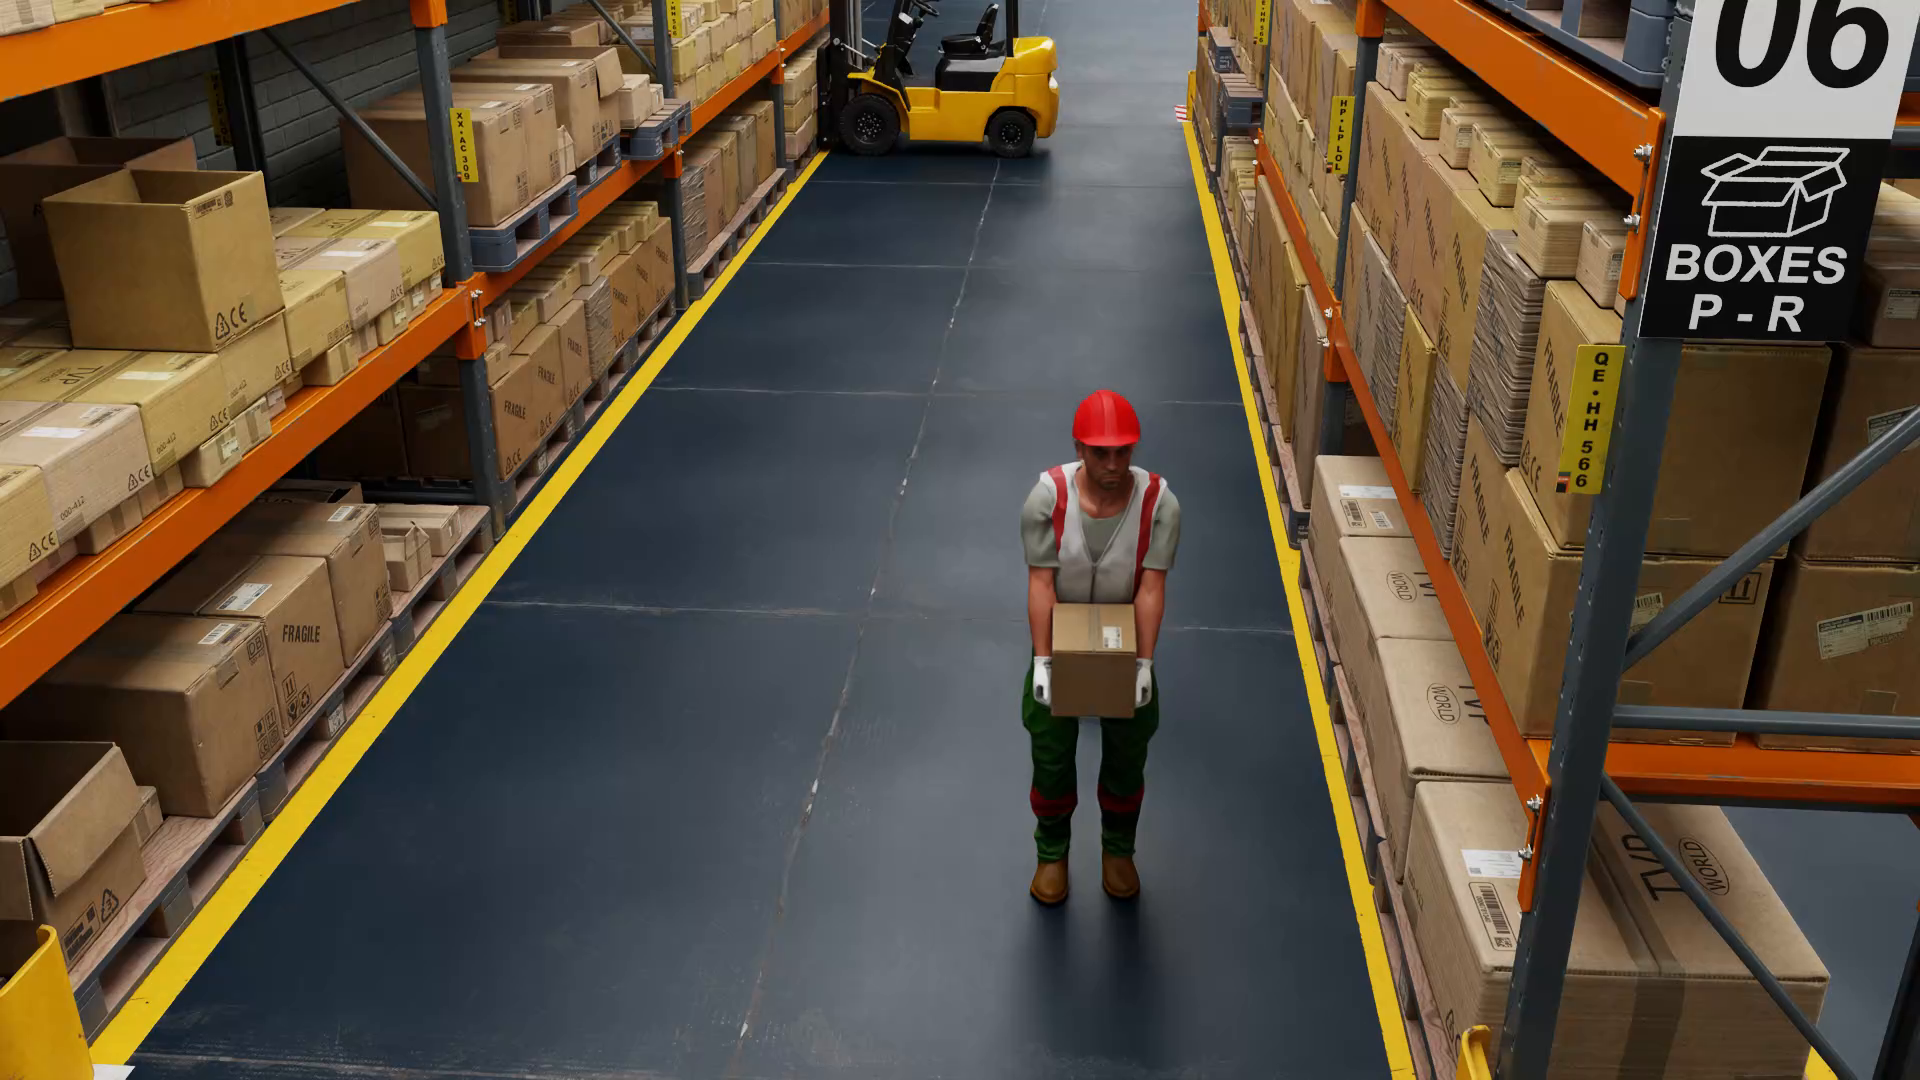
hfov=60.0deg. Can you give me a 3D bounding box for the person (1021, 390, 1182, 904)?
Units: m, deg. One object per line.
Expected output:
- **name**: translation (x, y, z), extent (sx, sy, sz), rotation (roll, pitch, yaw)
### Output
- **person**: translation (0.432, 0.368, 5.279), extent (0.493, 1.770, 0.576), rotation (1, 24, 3)
